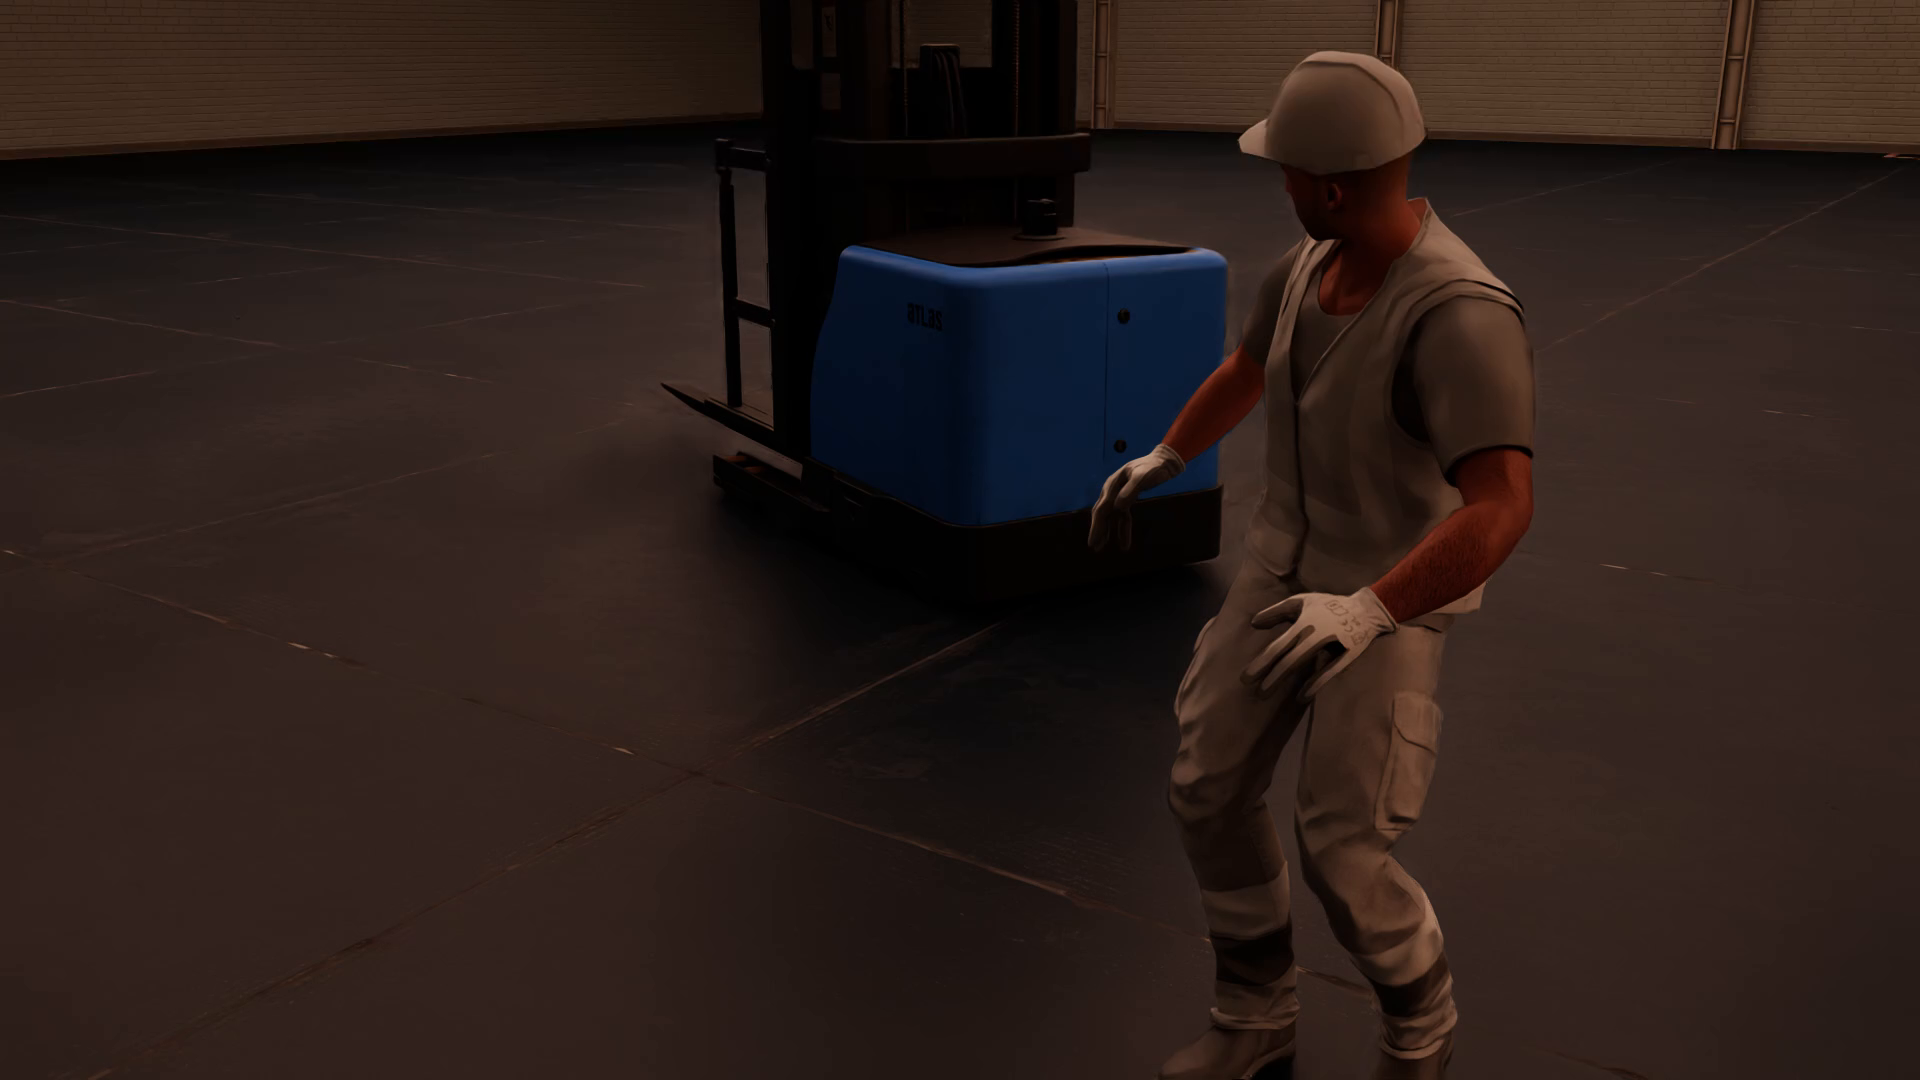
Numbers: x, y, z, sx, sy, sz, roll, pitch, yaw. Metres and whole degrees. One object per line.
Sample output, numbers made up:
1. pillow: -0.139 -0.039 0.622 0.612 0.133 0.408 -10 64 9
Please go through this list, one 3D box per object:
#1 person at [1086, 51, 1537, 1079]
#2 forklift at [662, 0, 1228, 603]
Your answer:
1. person: 0.520 0.122 2.609 0.703 1.706 0.802 -11 20 -33
2. forklift: -0.308 -1.583 6.127 1.130 2.935 3.031 -9 19 -29
